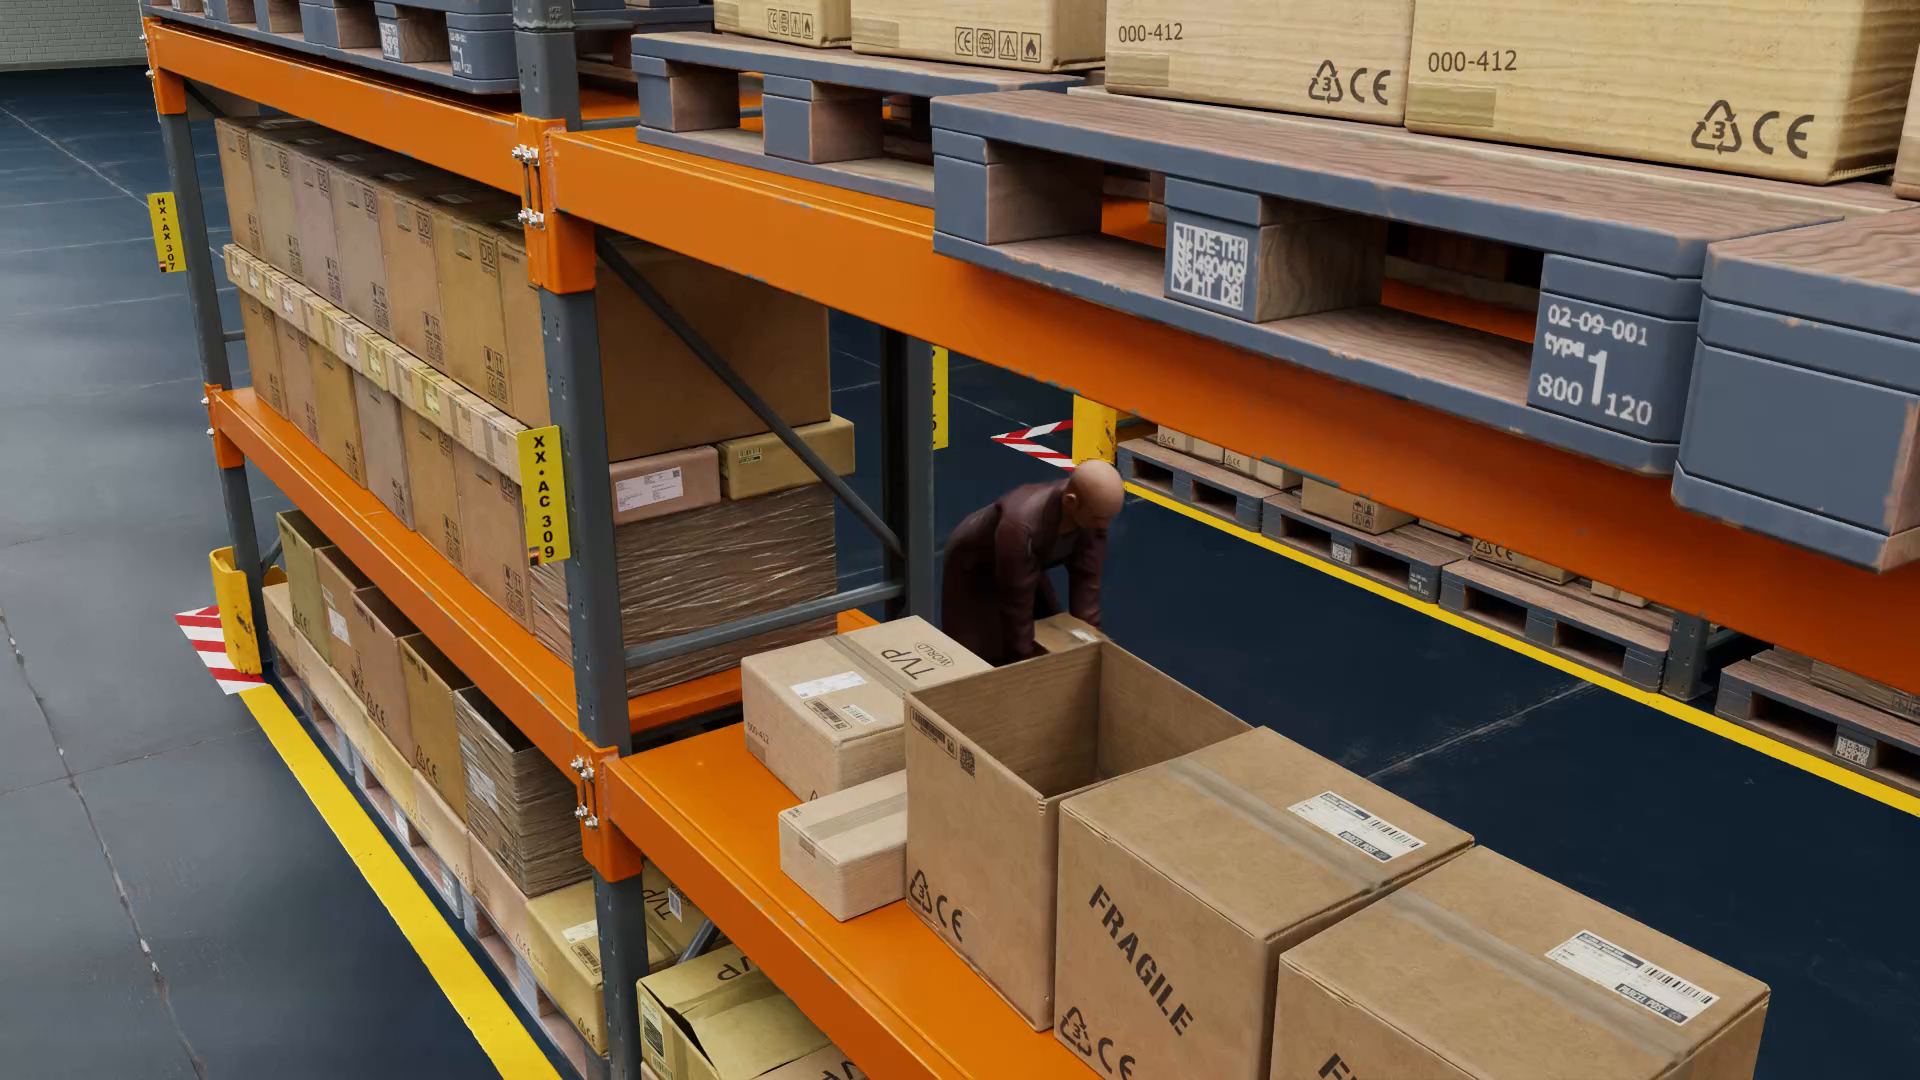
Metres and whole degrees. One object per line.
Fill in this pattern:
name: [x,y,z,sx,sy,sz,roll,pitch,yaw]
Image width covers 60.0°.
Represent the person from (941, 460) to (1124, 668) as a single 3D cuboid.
person: [0.270,0.360,6.074,0.545,1.491,0.815,-15,26,-34]
